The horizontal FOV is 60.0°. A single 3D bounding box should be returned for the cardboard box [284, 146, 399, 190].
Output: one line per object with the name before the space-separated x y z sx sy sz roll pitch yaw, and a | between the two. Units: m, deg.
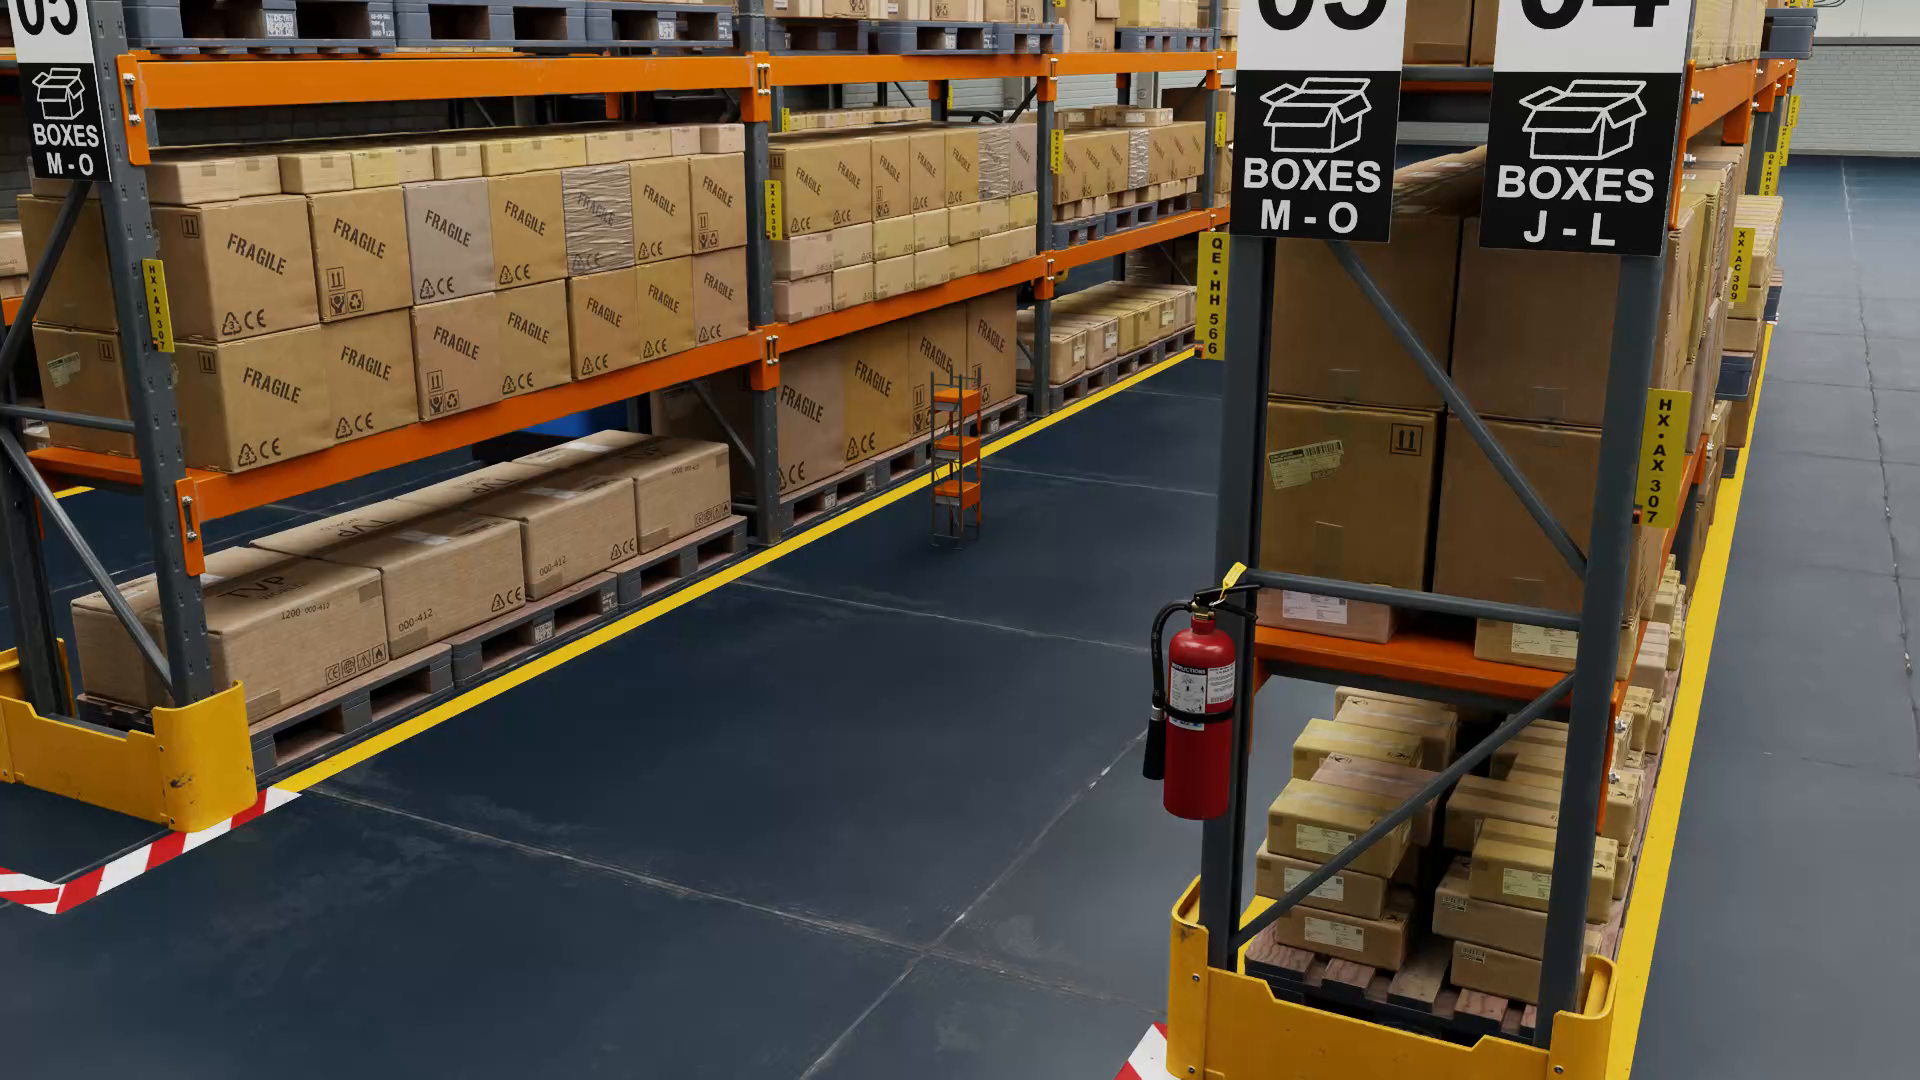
cardboard box | -2.550 -1.537 6.859 0.380 0.149 0.250 7 18 24

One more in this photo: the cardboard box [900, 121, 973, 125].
cardboard box | -0.195 -2.917 12.645 0.500 0.500 0.500 7 18 24

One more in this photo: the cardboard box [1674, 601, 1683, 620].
cardboard box | 2.965 0.353 7.316 0.380 0.149 0.250 7 18 23

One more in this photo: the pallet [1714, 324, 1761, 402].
pallet | 3.402 -0.945 8.276 1.003 0.211 1.213 8 18 25

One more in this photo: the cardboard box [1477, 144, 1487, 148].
cardboard box | 2.511 -1.447 7.174 0.500 0.500 0.500 9 19 27

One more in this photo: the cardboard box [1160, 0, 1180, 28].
cardboard box | 1.670 -4.775 15.090 0.500 0.250 0.500 8 18 26

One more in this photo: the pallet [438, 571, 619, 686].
pallet | -2.497 0.367 8.418 1.003 0.211 1.213 8 18 25

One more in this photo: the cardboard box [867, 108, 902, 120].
cardboard box | -0.947 -5.345 20.915 0.380 0.149 0.250 8 18 26

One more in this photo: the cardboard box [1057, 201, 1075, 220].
cardboard box | 0.712 -2.692 13.523 0.380 0.149 0.250 7 18 22

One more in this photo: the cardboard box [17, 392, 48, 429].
cardboard box | -6.492 -0.870 11.670 0.500 0.311 0.500 9 19 27

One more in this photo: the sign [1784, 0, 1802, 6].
sign | 5.203 -3.496 10.351 0.100 0.325 0.005 8 18 25

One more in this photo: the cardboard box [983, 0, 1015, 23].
cardboard box | -0.028 -3.895 11.688 0.700 0.500 0.500 7 18 23

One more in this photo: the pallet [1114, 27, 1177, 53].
pallet | 1.200 -4.443 14.775 1.213 0.211 1.003 8 18 25

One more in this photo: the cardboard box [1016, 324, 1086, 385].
cardboard box | 0.506 -1.568 13.914 0.950 0.372 0.625 7 18 22

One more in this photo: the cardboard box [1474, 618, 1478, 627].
cardboard box | 1.658 0.167 4.635 0.380 0.149 0.250 9 19 27

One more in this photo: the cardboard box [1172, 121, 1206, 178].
cardboard box | 2.031 -3.748 15.939 0.500 0.500 0.500 8 18 24

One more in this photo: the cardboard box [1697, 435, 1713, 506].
cardboard box | 3.497 -0.378 8.366 0.500 0.250 0.500 7 18 23

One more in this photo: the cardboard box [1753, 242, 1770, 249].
cardboard box | 3.637 -1.341 7.930 0.380 0.149 0.250 9 19 27

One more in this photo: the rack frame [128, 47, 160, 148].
rack frame | -5.985 -2.096 11.813 1.000 3.000 0.127 8 18 25

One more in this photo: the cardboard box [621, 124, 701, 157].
cardboard box | -1.611 -2.131 8.860 0.380 0.149 0.250 9 19 27

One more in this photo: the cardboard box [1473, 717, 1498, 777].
cardboard box | 1.888 0.768 6.439 0.380 0.149 0.250 9 19 27

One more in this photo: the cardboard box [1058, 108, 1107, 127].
cardboard box | 1.112 -3.841 15.114 0.380 0.149 0.250 9 19 28

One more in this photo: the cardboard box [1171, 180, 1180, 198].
cardboard box | 1.832 -3.283 15.512 0.380 0.149 0.250 8 18 24

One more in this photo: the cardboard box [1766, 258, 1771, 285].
cardboard box | 3.981 -1.394 8.630 0.380 0.149 0.250 9 19 28

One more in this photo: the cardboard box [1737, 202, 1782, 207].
cardboard box | 4.678 -1.933 9.922 0.380 0.149 0.250 9 19 27

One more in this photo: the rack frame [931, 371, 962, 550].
rack frame | -0.078 -0.459 9.724 0.200 1.050 0.008 8 18 25

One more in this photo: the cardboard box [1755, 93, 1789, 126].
cardboard box | 7.929 -4.266 16.959 0.875 0.550 0.550 8 18 25

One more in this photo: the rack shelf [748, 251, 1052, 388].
rack shelf | -0.649 -1.630 11.507 1.077 0.370 4.000 8 18 25

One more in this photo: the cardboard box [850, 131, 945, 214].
cardboard box | -0.435 -2.461 11.110 0.500 0.500 0.500 8 18 24

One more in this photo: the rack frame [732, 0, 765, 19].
rack frame | -1.543 -4.341 8.835 1.000 3.000 0.127 8 18 25

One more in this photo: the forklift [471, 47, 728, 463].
forklift | -2.389 -2.240 12.417 1.130 2.935 3.031 7 18 22

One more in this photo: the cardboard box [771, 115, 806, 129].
cardboard box | -1.982 -4.759 18.941 0.380 0.149 0.250 8 19 26

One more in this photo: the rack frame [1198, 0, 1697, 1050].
rack frame | 1.143 0.158 4.226 1.000 3.000 0.127 8 18 25

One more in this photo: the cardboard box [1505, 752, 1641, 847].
cardboard box | 1.924 0.814 5.240 0.380 0.149 0.250 8 18 25

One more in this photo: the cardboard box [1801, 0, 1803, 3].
cardboard box | 6.974 -4.746 14.294 0.500 0.250 0.500 8 18 26

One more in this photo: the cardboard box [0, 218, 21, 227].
cardboard box | -6.448 -2.075 11.482 0.500 0.250 0.500 8 18 25

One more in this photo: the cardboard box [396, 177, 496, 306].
cardboard box | -2.413 -1.324 7.283 0.500 0.500 0.500 8 18 25

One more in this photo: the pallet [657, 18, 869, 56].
pallet | -1.177 -3.051 10.097 0.805 0.209 1.217 7 18 23

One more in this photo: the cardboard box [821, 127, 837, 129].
cardboard box | -1.650 -4.730 19.365 0.380 0.149 0.250 9 19 27

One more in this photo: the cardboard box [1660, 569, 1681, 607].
cardboard box | 2.926 0.213 7.265 0.380 0.149 0.250 8 18 26

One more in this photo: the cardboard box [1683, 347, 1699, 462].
cardboard box | 2.260 -0.505 5.760 0.500 0.500 0.500 8 18 24

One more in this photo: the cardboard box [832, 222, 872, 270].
cardboard box | -0.886 -1.846 10.355 0.500 0.250 0.500 8 19 26

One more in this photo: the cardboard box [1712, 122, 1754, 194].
cardboard box | 5.608 -2.911 12.624 0.700 0.500 0.500 8 18 25

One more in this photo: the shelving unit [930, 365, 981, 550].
shelving unit | -0.024 -0.490 9.829 0.215 1.050 0.252 8 18 25

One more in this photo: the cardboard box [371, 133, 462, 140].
cardboard box | -2.613 -1.871 7.983 0.380 0.149 0.250 8 18 26

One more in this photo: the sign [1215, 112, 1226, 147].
sign | 2.530 -3.988 16.151 0.100 0.325 0.005 8 18 25

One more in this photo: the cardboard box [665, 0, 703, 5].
cardboard box | -1.542 -2.885 8.523 0.396 0.266 0.258 9 19 27

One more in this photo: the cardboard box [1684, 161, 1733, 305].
cardboard box | 2.495 -1.116 6.059 0.500 0.500 0.500 9 19 27

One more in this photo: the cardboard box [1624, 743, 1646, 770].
cardboard box | 2.343 0.834 6.216 0.380 0.149 0.250 8 18 25

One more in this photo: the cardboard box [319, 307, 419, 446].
cardboard box | -2.658 -0.713 6.979 0.500 0.500 0.500 8 18 25
